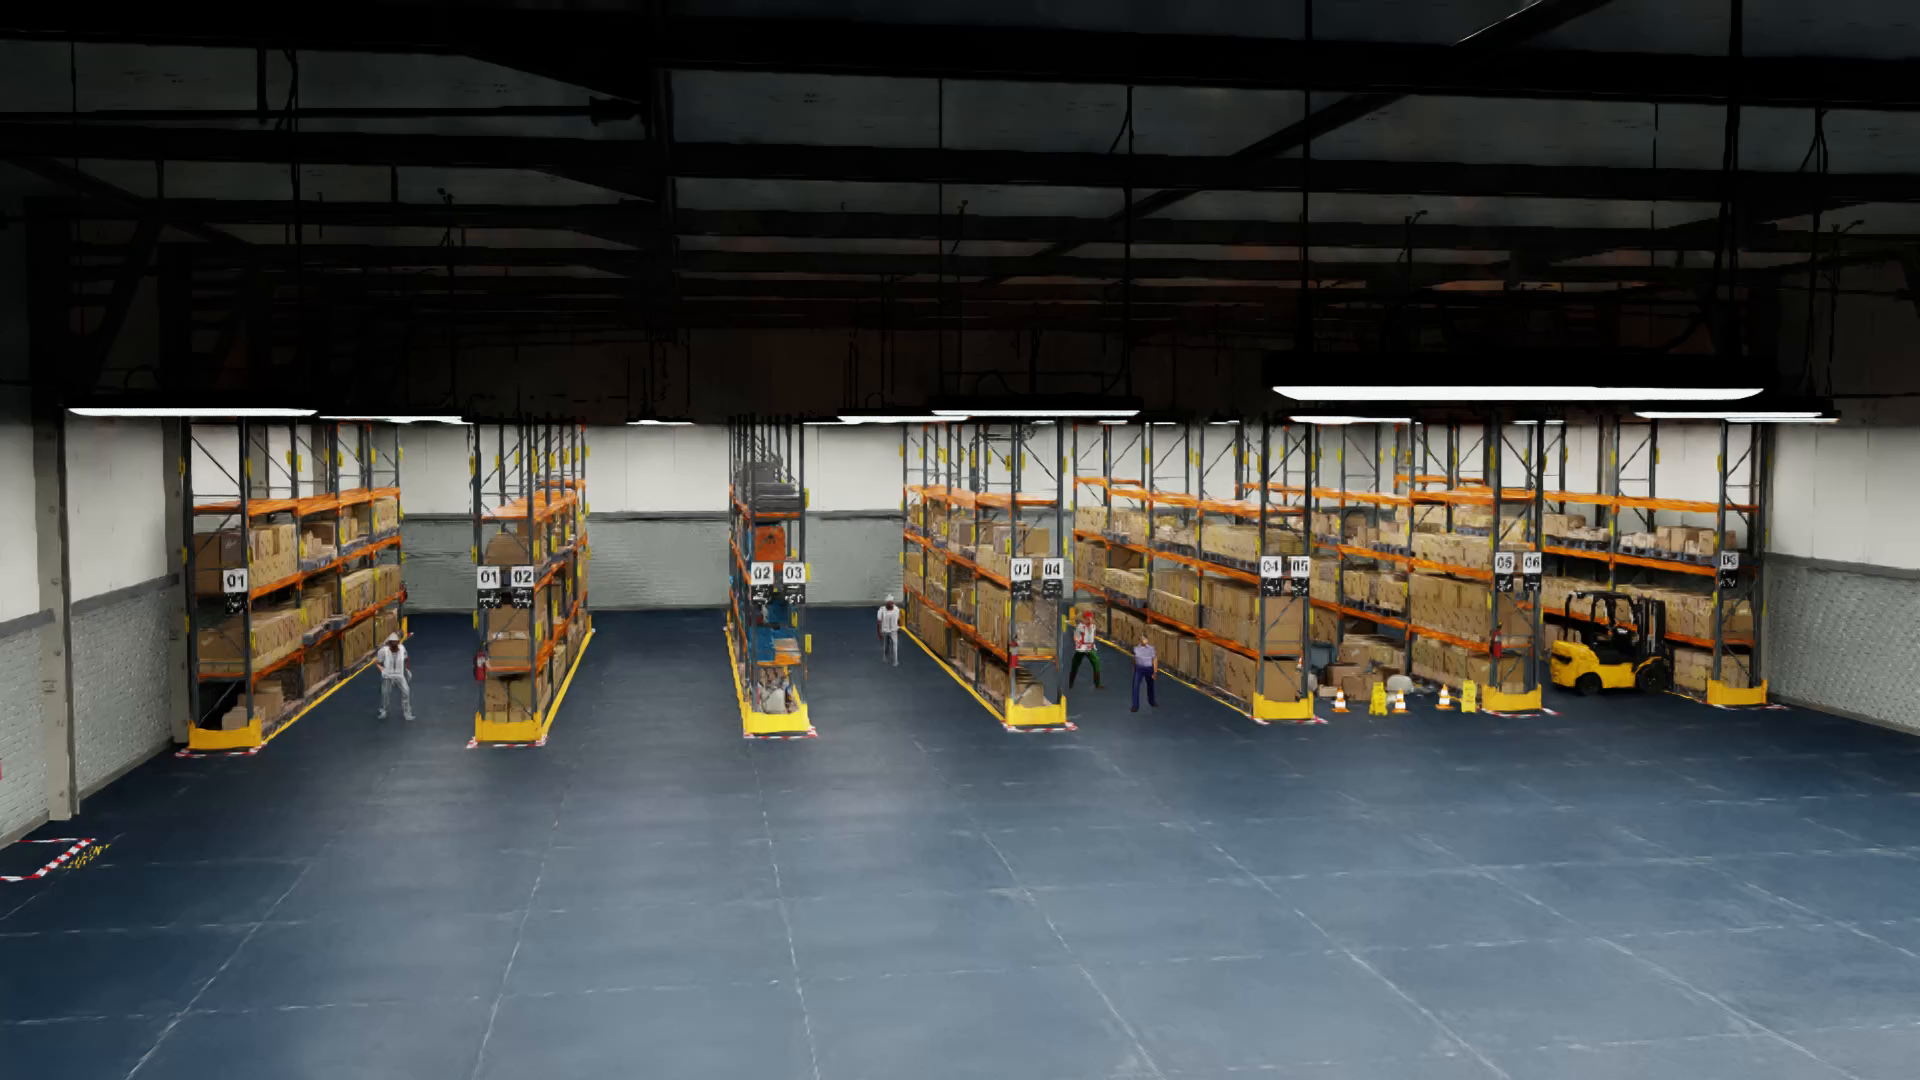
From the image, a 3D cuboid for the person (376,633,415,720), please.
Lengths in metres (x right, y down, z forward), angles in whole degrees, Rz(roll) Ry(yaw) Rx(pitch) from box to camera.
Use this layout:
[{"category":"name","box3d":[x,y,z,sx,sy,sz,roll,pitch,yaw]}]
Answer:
[{"category":"person","box3d":[-11.050,2.652,32.456,0.692,1.722,0.841,-2,4,-26]}]

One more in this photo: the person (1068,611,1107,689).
[{"category":"person","box3d":[2.731,2.387,36.278,0.686,1.716,0.838,-2,4,-25]}]

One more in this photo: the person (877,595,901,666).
[{"category":"person","box3d":[-1.705,2.150,39.980,0.577,1.691,1.121,-1,4,-7]}]

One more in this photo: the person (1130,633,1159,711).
[{"category":"person","box3d":[3.731,2.657,33.563,0.527,1.571,0.946,1,4,13]}]
